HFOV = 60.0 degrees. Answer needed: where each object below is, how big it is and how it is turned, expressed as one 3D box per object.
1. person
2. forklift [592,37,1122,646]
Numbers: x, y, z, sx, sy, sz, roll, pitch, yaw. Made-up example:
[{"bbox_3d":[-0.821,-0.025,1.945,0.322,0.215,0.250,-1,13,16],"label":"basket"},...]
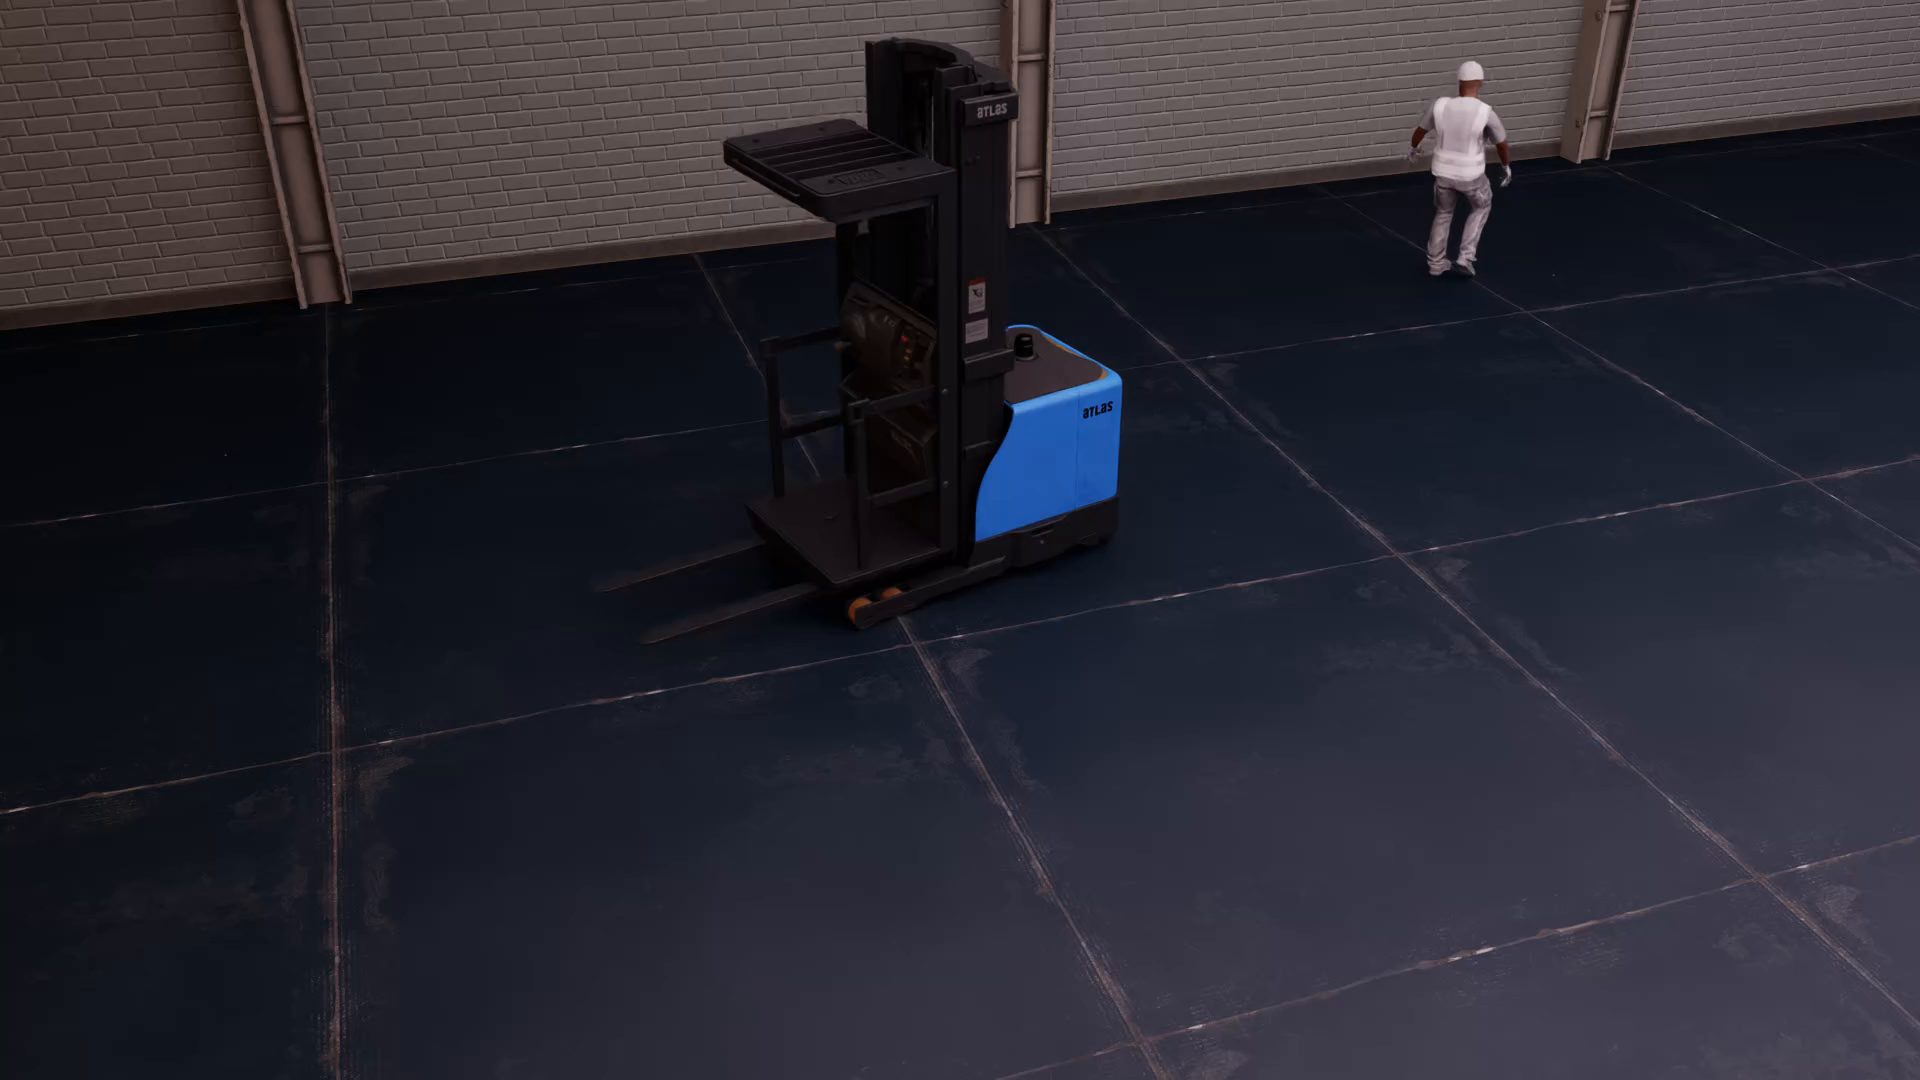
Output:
[{"bbox_3d":[4.021,-3.004,13.512,0.848,1.774,0.488,22,36,33],"label":"person"},{"bbox_3d":[-0.570,-1.082,8.968,3.031,2.935,1.130,-18,34,-28],"label":"forklift"}]
